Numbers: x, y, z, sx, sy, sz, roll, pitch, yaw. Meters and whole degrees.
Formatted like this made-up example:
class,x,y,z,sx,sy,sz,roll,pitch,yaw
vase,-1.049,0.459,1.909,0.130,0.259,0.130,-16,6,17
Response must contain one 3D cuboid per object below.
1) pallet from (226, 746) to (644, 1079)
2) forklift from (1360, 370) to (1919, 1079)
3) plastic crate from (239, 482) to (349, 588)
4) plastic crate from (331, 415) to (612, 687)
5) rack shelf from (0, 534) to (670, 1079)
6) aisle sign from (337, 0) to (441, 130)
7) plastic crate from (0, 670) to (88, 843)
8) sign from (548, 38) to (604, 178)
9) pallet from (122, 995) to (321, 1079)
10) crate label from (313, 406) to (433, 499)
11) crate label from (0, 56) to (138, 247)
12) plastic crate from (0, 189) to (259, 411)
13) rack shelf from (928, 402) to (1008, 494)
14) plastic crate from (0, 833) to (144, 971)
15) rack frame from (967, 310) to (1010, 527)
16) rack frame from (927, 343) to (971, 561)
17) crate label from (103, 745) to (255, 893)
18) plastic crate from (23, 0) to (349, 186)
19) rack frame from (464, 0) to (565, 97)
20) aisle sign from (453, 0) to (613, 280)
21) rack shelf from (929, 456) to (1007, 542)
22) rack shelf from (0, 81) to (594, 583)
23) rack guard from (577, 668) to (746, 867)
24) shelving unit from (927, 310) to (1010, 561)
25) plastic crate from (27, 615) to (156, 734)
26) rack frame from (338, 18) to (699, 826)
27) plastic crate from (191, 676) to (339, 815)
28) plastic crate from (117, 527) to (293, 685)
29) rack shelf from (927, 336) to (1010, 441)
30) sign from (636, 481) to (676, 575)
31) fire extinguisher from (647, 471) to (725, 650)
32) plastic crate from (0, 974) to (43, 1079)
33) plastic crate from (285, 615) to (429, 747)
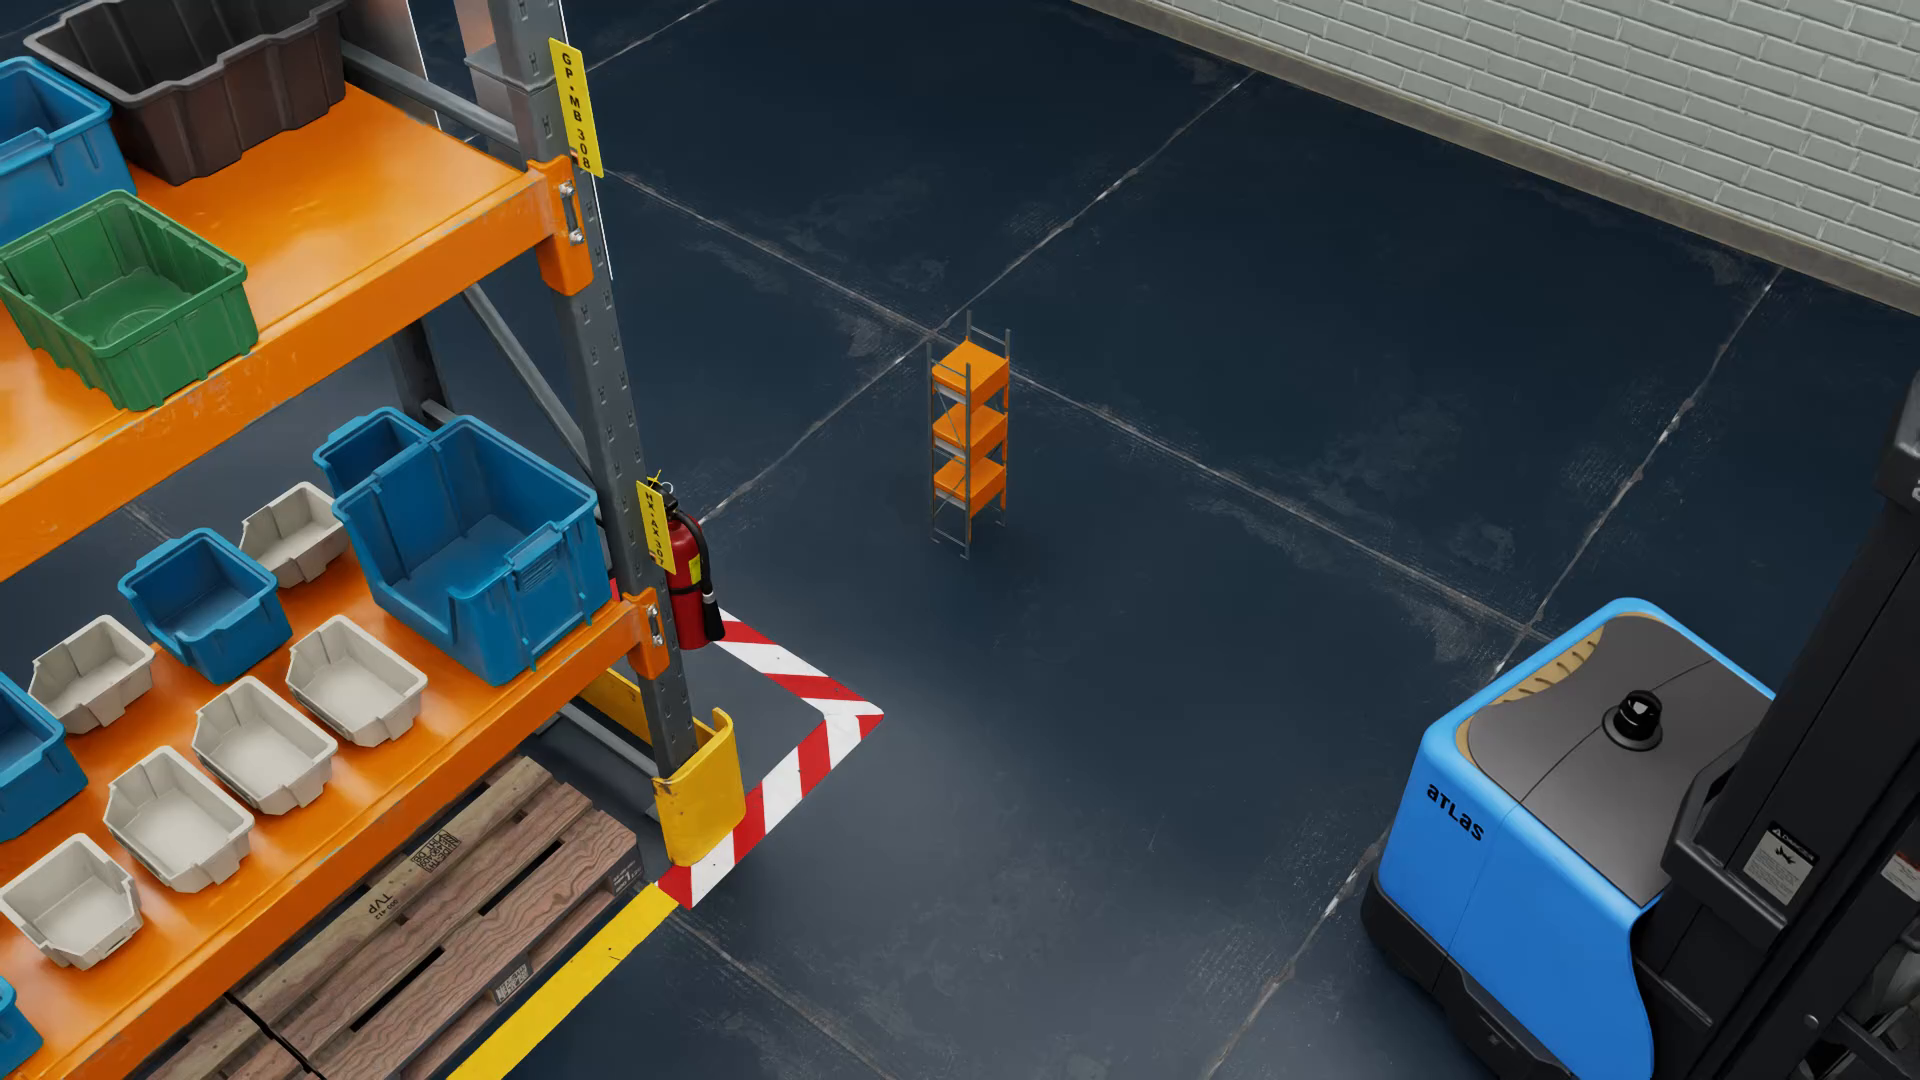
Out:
class,x,y,z,sx,sy,sz,roll,pitch,yaw
pallet,-1.849,1.208,5.615,1.003,0.211,1.213,29,53,25
forklift,2.625,0.952,3.978,1.130,2.935,3.031,-28,52,-24
plastic crate,-1.987,0.003,4.978,0.250,0.136,0.298,29,53,25
plastic crate,-1.371,0.031,4.745,0.616,0.435,0.499,29,53,25
rack shelf,-2.537,1.183,4.208,1.077,0.370,4.000,29,53,25
aisle sign,-1.505,-1.281,4.266,0.394,0.787,0.004,29,53,25
plastic crate,-2.531,0.576,4.364,0.416,0.233,0.300,29,53,25
sign,-0.869,-0.976,3.771,0.100,0.325,0.005,29,53,25
pallet,-2.595,1.903,4.951,1.003,0.211,1.213,29,53,25
crate label,-1.726,-0.177,5.084,0.416,0.233,0.303,29,53,25
crate label,-2.134,-0.810,3.642,0.408,0.251,0.502,29,53,25
plastic crate,-1.691,-0.482,3.373,0.450,0.188,0.336,29,53,25
rack shelf,0.033,-0.386,6.572,0.215,0.259,0.240,29,53,25
plastic crate,-2.175,0.914,4.108,0.298,0.136,0.250,29,53,25
rack frame,0.107,-0.463,6.631,0.200,1.050,0.008,29,53,25
rack frame,-0.042,-0.323,6.498,0.200,1.050,0.008,29,53,25
crate label,-2.009,0.737,4.278,0.396,0.136,0.243,29,53,25
plastic crate,-1.770,-1.104,3.911,0.497,0.269,0.590,29,53,25
rack frame,-1.314,-2.282,2.872,1.000,3.000,0.127,29,53,25
aisle sign,-1.038,-1.020,4.017,0.394,0.787,0.004,29,53,25
rack shelf,0.033,-0.194,6.773,0.215,0.259,0.240,29,53,25
rack shelf,-2.537,0.147,3.123,1.077,0.370,4.000,29,53,25
rack guard,-1.310,0.634,5.964,1.175,0.500,0.348,29,53,25
shelving unit,0.033,-0.393,6.564,0.215,1.050,0.252,29,53,25
plastic crate,-2.402,0.391,4.608,0.250,0.136,0.298,29,53,25
rack frame,-1.314,-0.210,5.041,1.000,3.000,0.127,29,53,25
plastic crate,-1.858,0.566,4.440,0.396,0.136,0.243,29,53,25
plastic crate,-2.128,0.199,4.724,0.416,0.233,0.300,29,53,25
rack shelf,0.033,-0.582,6.367,0.215,0.259,0.240,29,53,25
sign,-0.869,-0.033,4.759,0.100,0.325,0.005,29,53,25
fire extinguisher,-0.862,0.060,5.094,0.296,0.674,0.183,29,53,25
plastic crate,-2.367,1.115,3.849,0.416,0.233,0.300,29,53,25
plastic crate,-1.670,0.407,4.592,0.396,0.136,0.243,29,53,25
